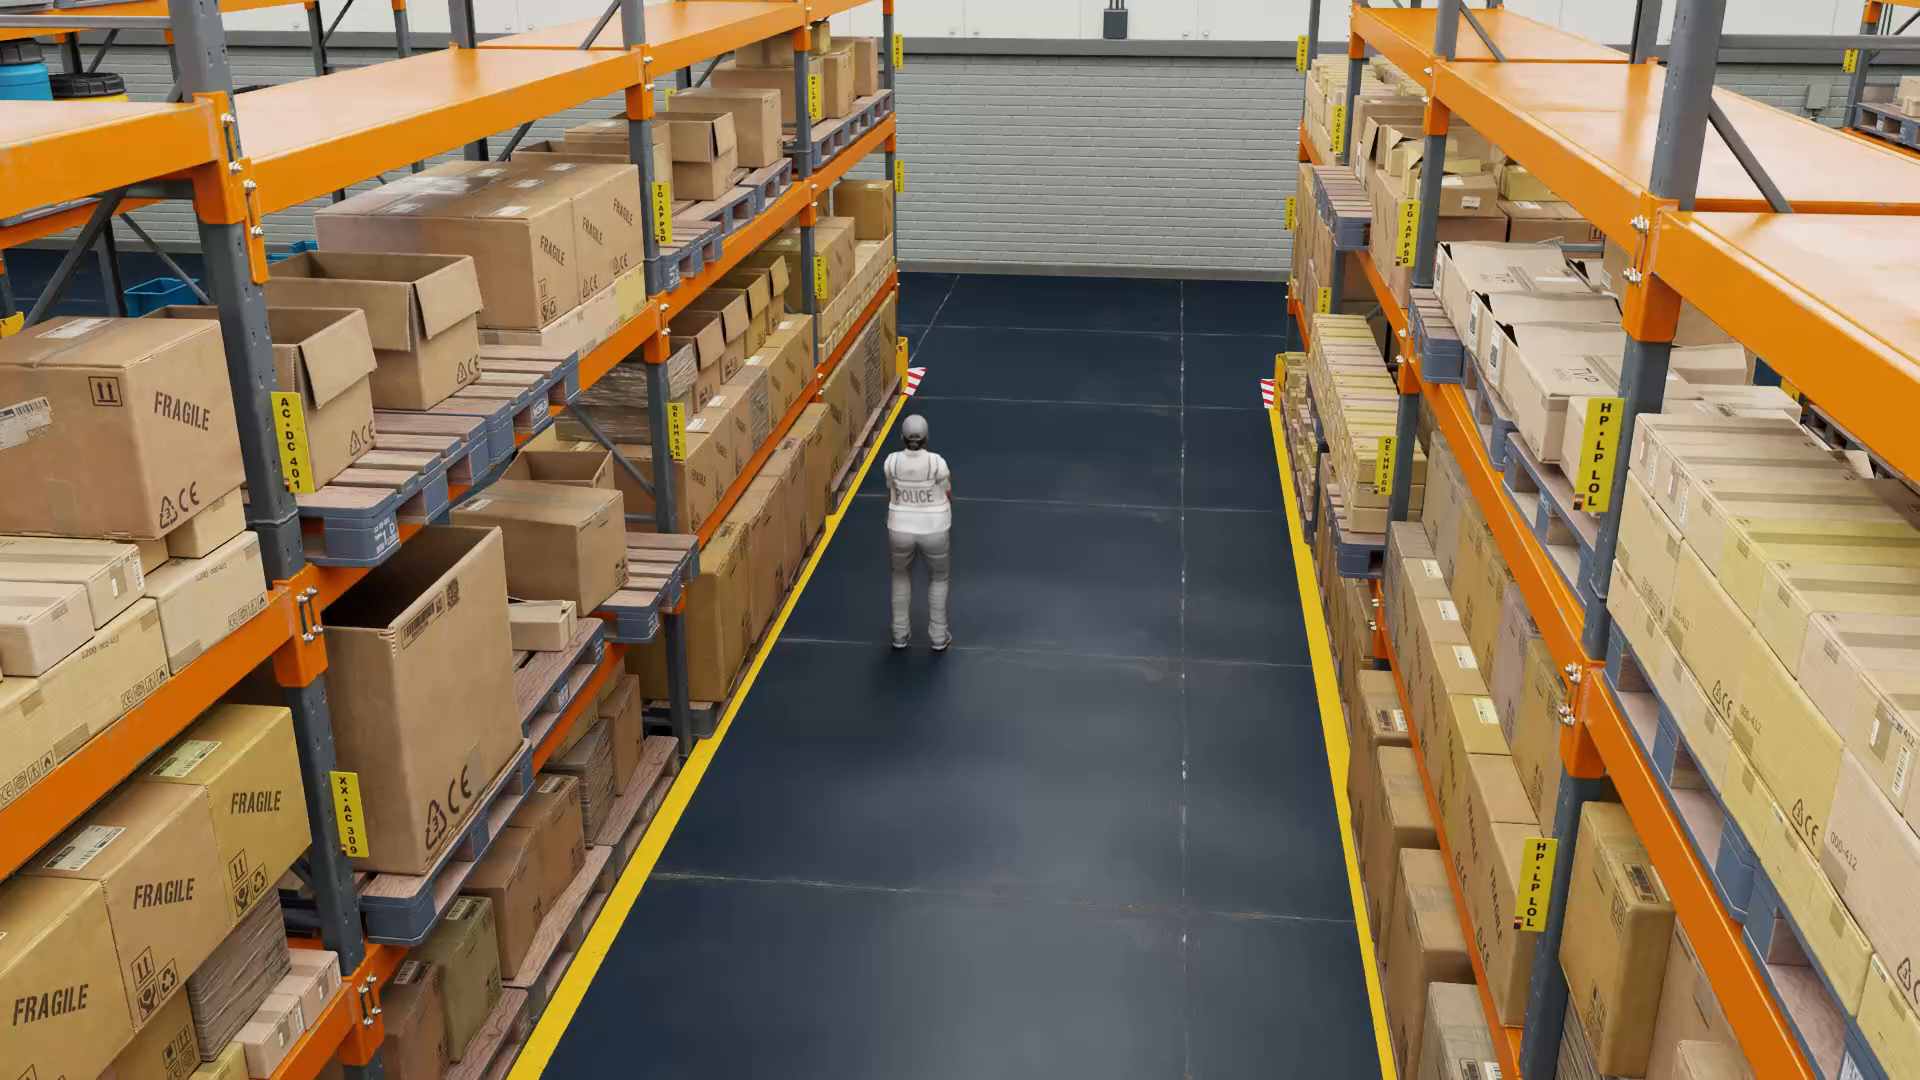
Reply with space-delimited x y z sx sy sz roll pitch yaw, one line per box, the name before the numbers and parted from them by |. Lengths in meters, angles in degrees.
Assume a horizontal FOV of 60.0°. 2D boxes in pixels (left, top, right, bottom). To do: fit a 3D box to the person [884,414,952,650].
person | -0.275 -0.079 11.297 0.452 1.662 0.544 3 21 7
